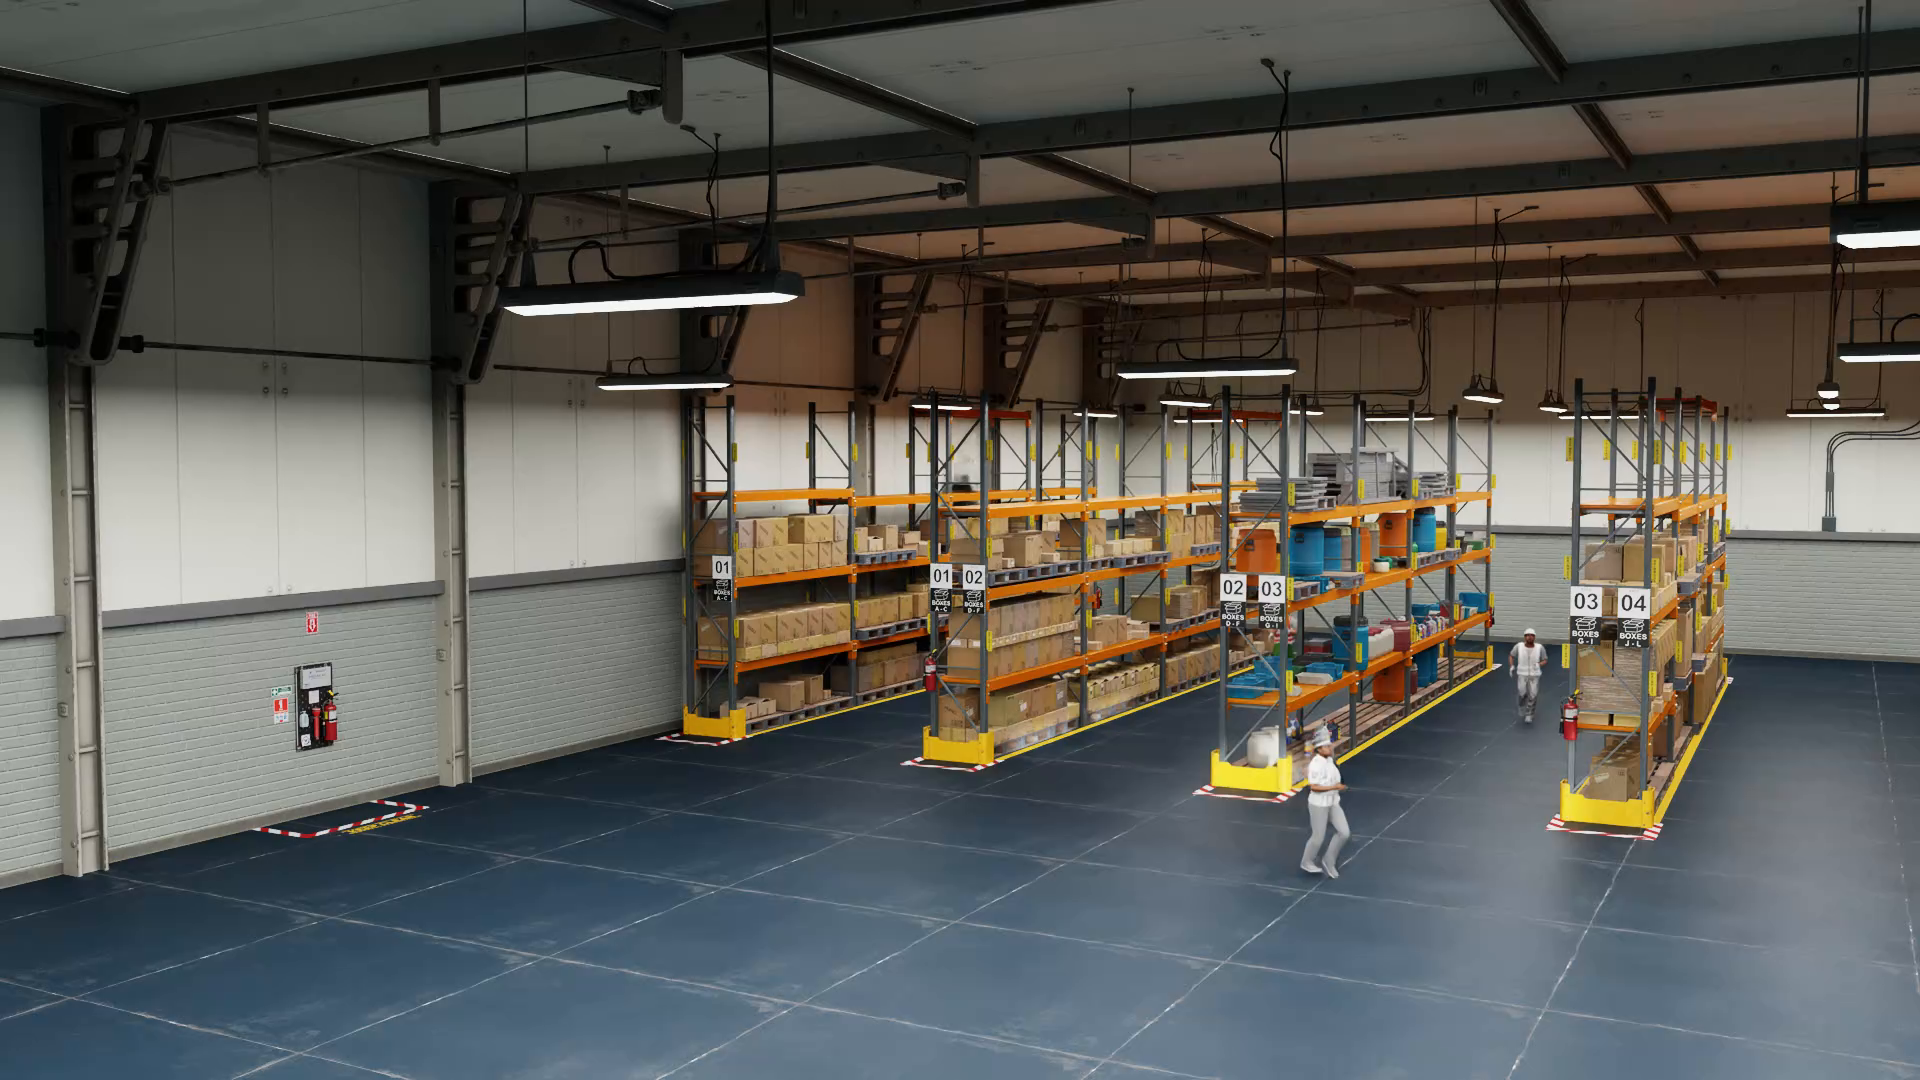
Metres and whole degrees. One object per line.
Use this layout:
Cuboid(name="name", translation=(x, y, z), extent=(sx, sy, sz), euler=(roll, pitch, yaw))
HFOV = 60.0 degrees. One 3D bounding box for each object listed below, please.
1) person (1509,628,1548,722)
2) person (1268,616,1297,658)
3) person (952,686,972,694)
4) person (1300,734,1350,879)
Cuboid(name="person", translation=(10.509, 2.508, 30.740), extent=(0.675, 1.739, 0.597), euler=(1, 3, 16))
Cuboid(name="person", translation=(6.869, 2.218, 35.306), extent=(0.659, 1.787, 0.980), euler=(1, 3, 21))
Cuboid(name="person", translation=(0.104, 2.528, 30.288), extent=(0.660, 1.755, 0.772), euler=(1, 3, 21))
Cuboid(name="person", translation=(4.313, 3.135, 19.538), extent=(0.558, 1.728, 0.667), euler=(-3, 4, -40))
